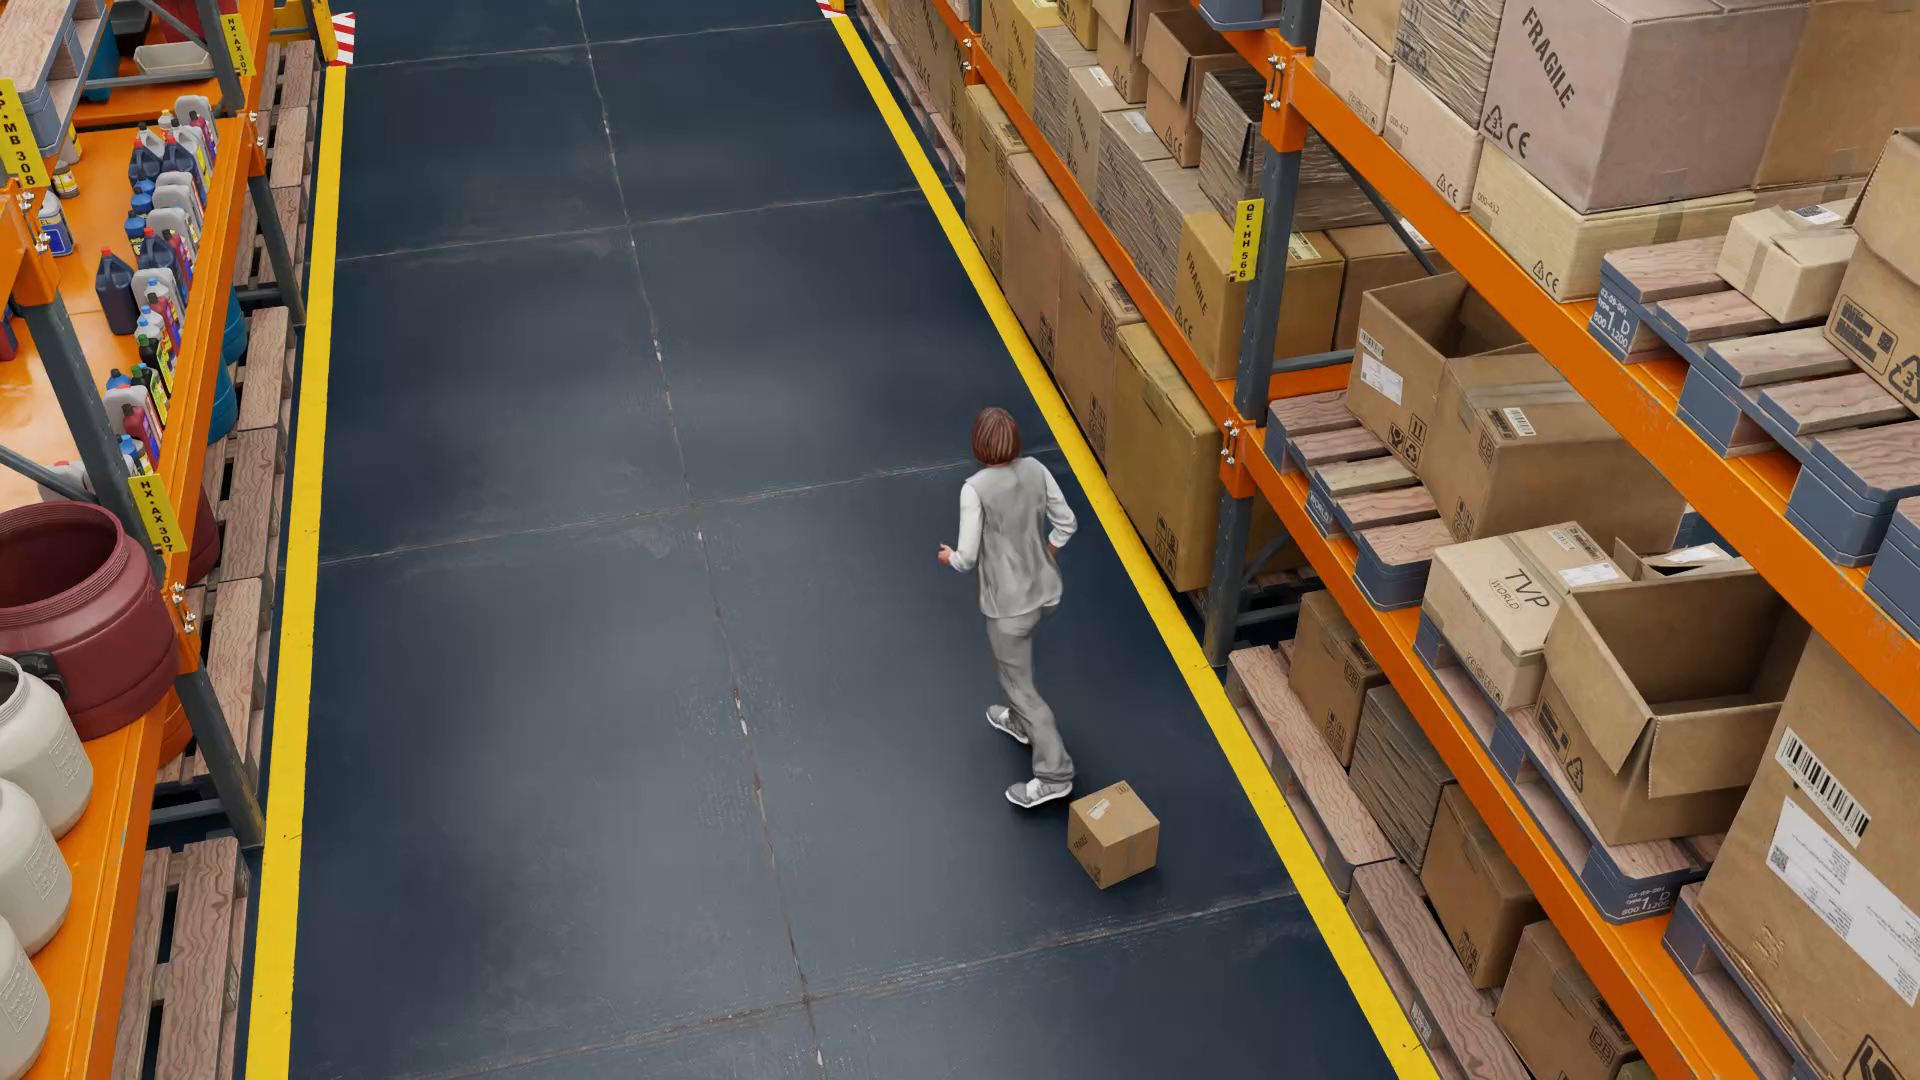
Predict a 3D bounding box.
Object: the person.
[{"bbox_3d":[0.234,0.259,6.462,0.569,1.517,0.794,-32,48,-33],"label":"person"}]
